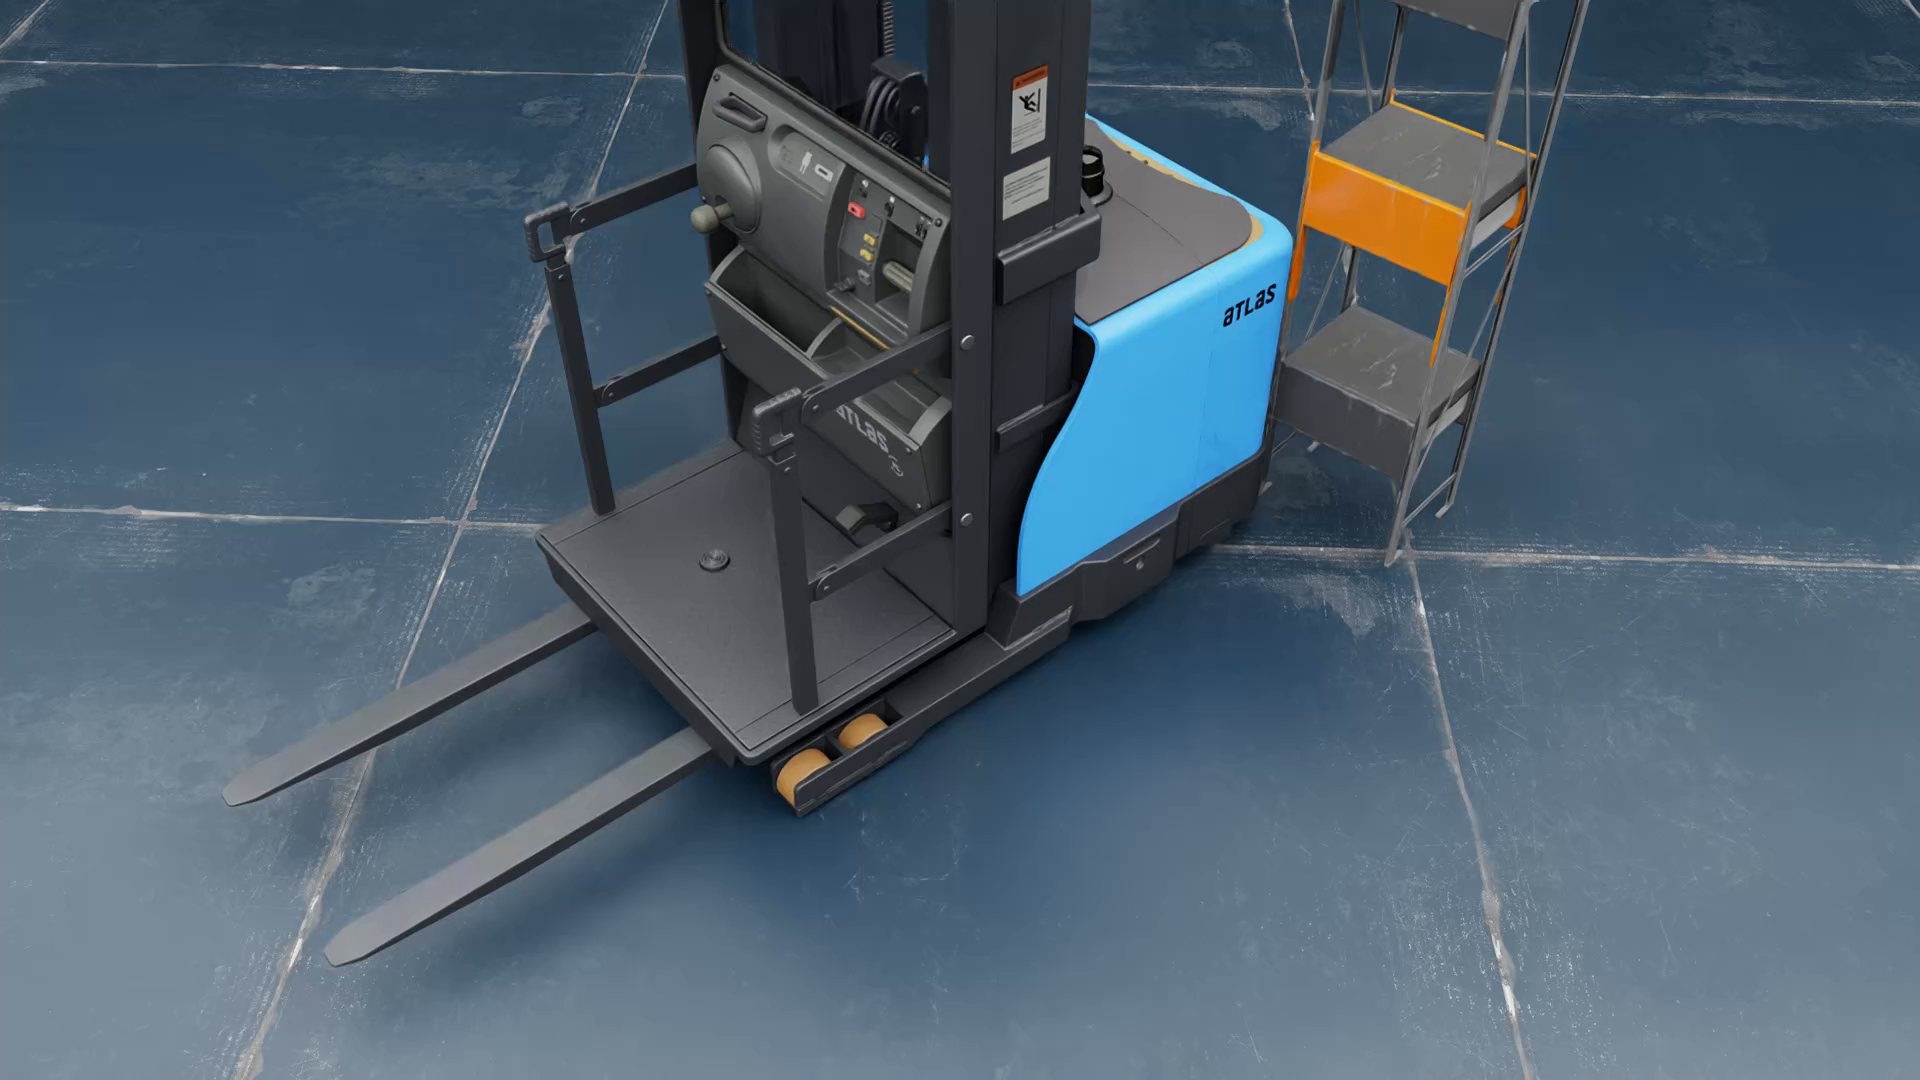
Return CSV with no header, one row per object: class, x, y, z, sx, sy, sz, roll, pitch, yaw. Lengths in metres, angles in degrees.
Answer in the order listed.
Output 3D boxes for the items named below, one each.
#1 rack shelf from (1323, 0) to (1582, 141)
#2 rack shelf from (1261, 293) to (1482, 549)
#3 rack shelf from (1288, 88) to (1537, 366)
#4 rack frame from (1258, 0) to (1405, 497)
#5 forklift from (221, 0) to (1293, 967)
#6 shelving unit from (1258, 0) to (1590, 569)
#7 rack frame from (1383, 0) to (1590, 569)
rack shelf,1.272,-1.397,4.202,0.480,0.518,0.431,32,51,29
rack shelf,1.272,-0.373,5.157,0.480,0.518,0.431,32,51,29
rack shelf,1.272,-0.885,4.680,0.480,0.518,0.431,32,51,29
rack frame,1.091,-1.006,4.790,0.015,2.100,0.400,32,51,29
forklift,-0.510,-0.755,3.910,3.031,2.935,1.130,-30,51,-28
shelving unit,1.272,-0.895,4.670,0.503,2.100,0.431,32,51,29
rack frame,1.453,-0.783,4.551,0.015,2.100,0.400,32,51,29
